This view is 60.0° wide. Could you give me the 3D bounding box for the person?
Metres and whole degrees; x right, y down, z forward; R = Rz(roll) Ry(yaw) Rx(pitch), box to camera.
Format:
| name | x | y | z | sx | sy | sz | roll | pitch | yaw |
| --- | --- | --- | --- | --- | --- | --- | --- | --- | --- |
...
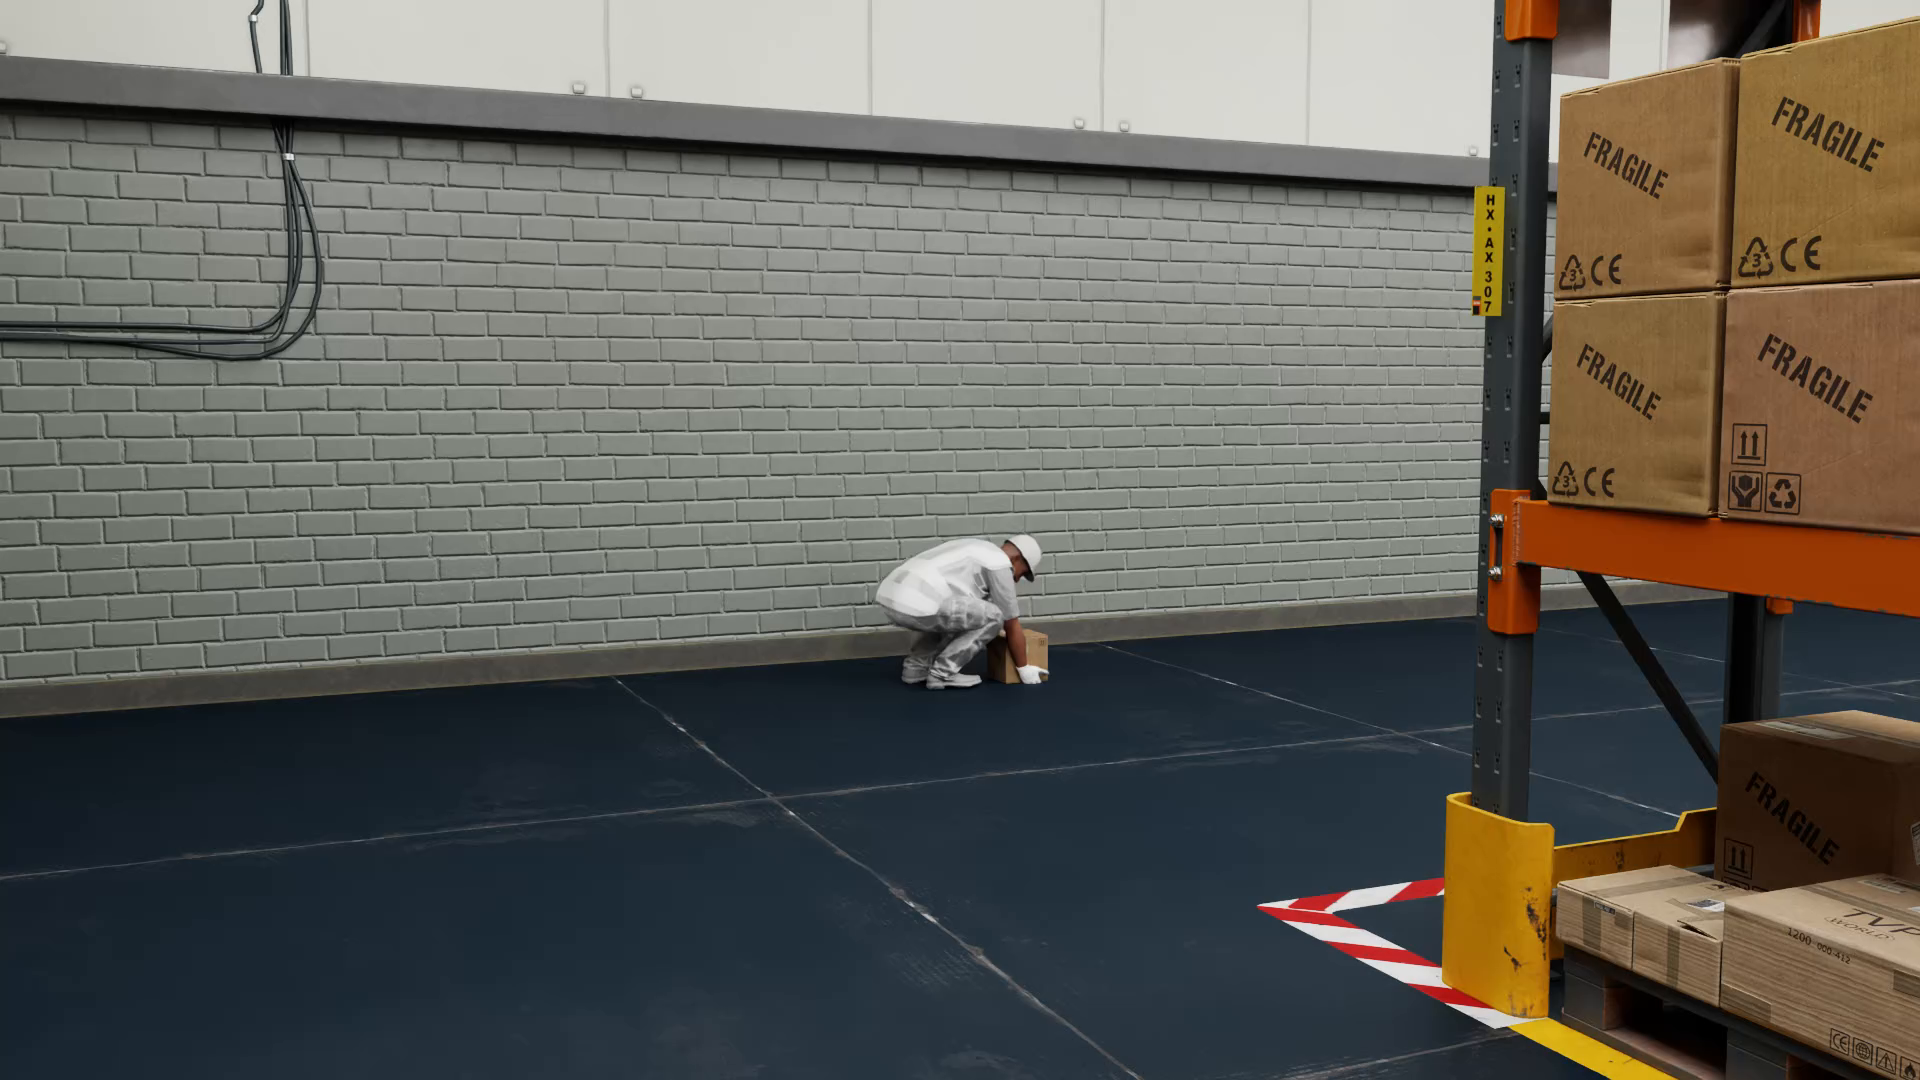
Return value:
| name | x | y | z | sx | sy | sz | roll | pitch | yaw |
| --- | --- | --- | --- | --- | --- | --- | --- | --- | --- |
| person | 0.011 | 0.412 | 8.940 | 0.957 | 0.850 | 0.555 | -2 | 6 | -25 |
